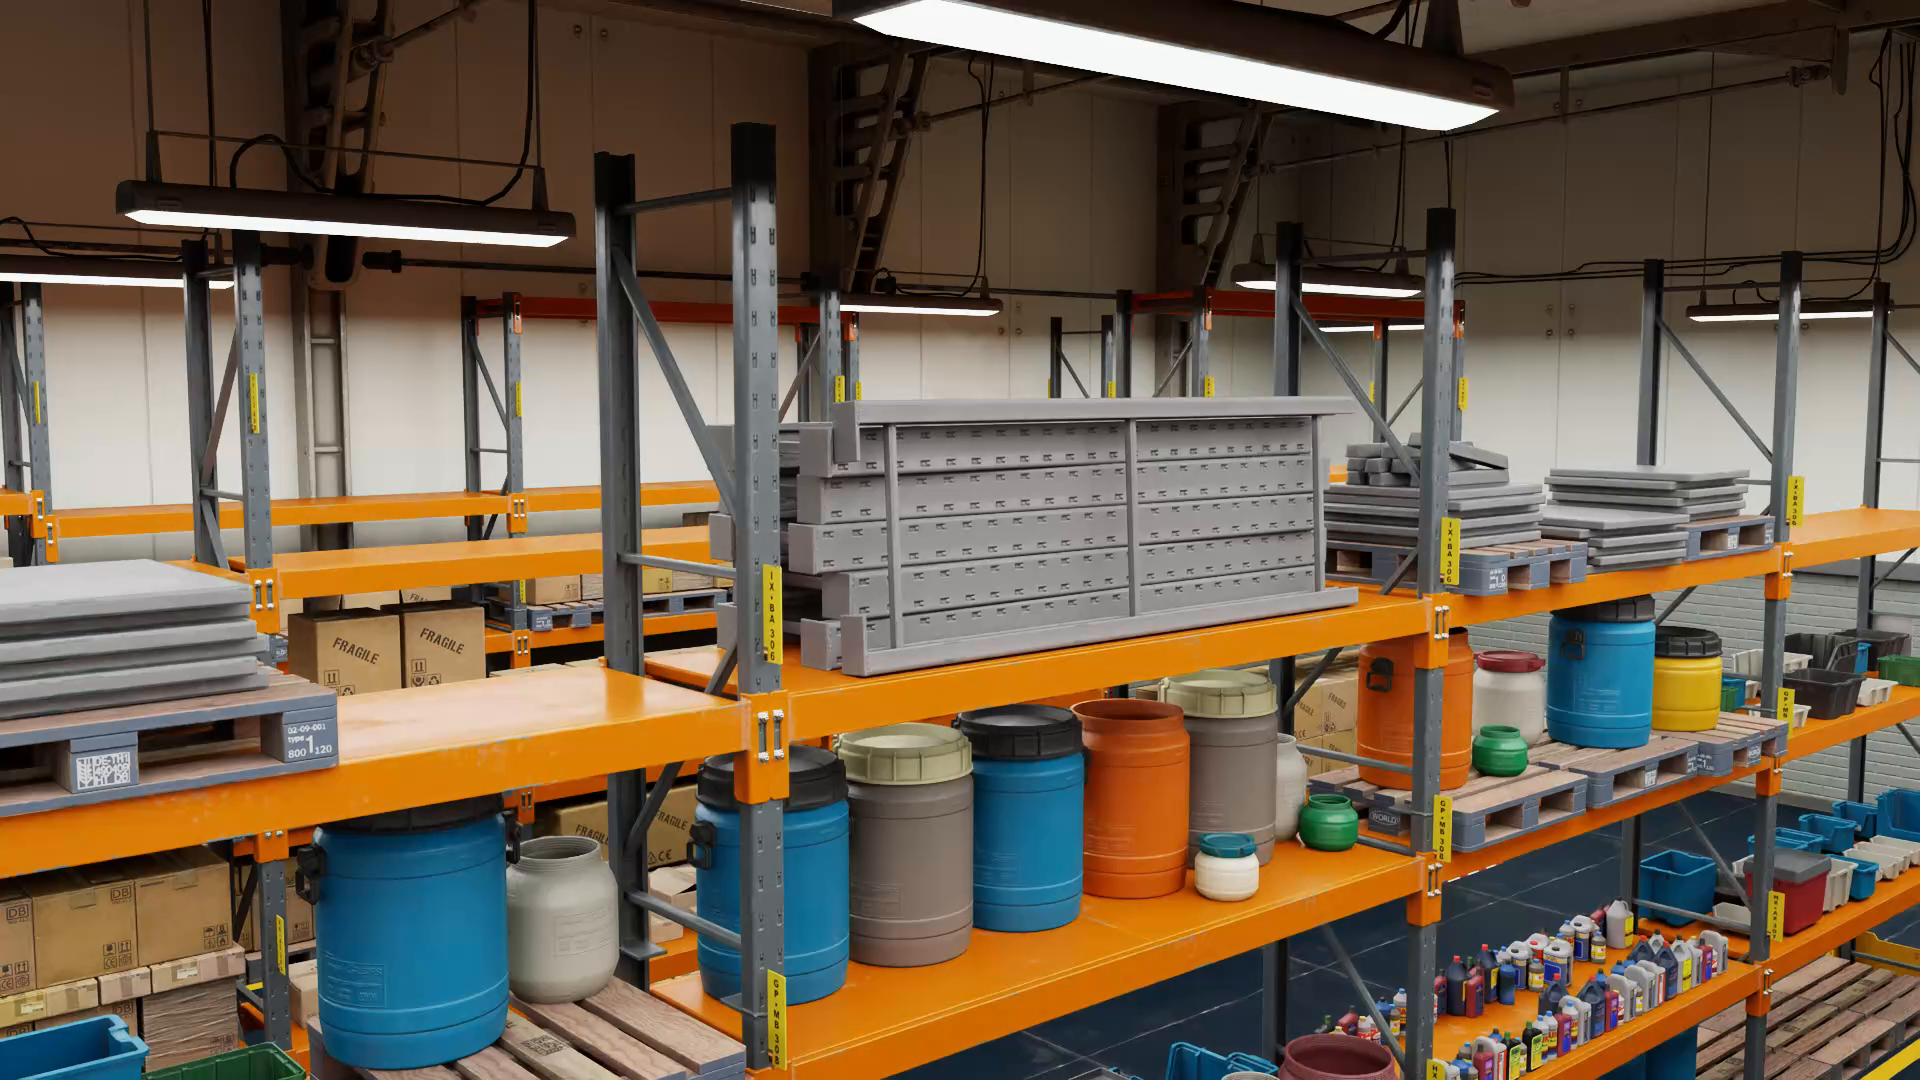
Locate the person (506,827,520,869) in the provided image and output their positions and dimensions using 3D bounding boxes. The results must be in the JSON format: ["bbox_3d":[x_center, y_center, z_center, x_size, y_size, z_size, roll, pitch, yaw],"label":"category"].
[{"bbox_3d":[-3.672,3.061,13.603,0.641,1.684,0.858,5,7,42],"label":"person"}]
